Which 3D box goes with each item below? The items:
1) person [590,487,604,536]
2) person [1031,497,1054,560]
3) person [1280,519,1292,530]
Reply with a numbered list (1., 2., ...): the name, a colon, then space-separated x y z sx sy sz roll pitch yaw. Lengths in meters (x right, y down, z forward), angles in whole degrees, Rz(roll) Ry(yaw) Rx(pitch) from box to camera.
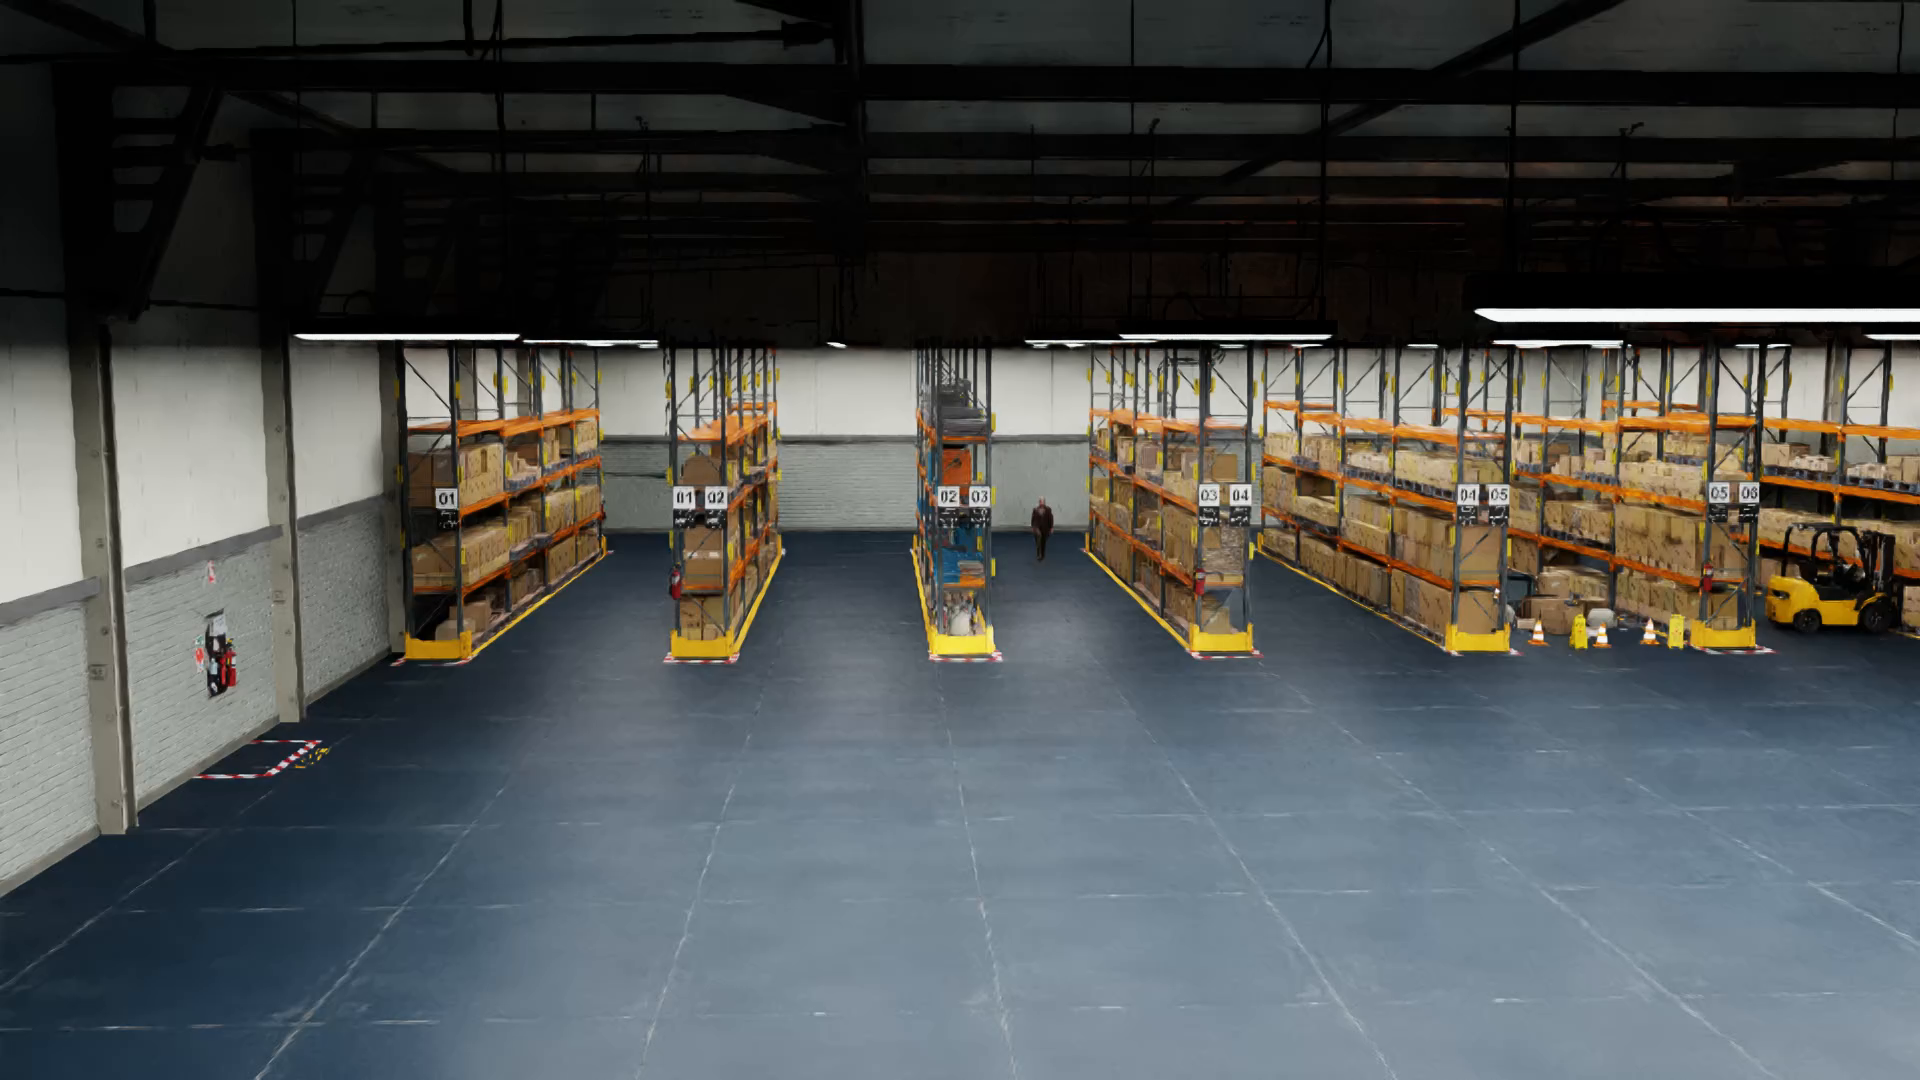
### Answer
1. person: -11.251 -0.892 51.277 0.464 1.586 0.568 6 9 44
2. person: 2.268 -0.333 45.761 0.600 1.725 1.111 0 7 -4
3. person: 9.661 -0.649 48.957 0.550 1.654 0.519 -4 8 -33
